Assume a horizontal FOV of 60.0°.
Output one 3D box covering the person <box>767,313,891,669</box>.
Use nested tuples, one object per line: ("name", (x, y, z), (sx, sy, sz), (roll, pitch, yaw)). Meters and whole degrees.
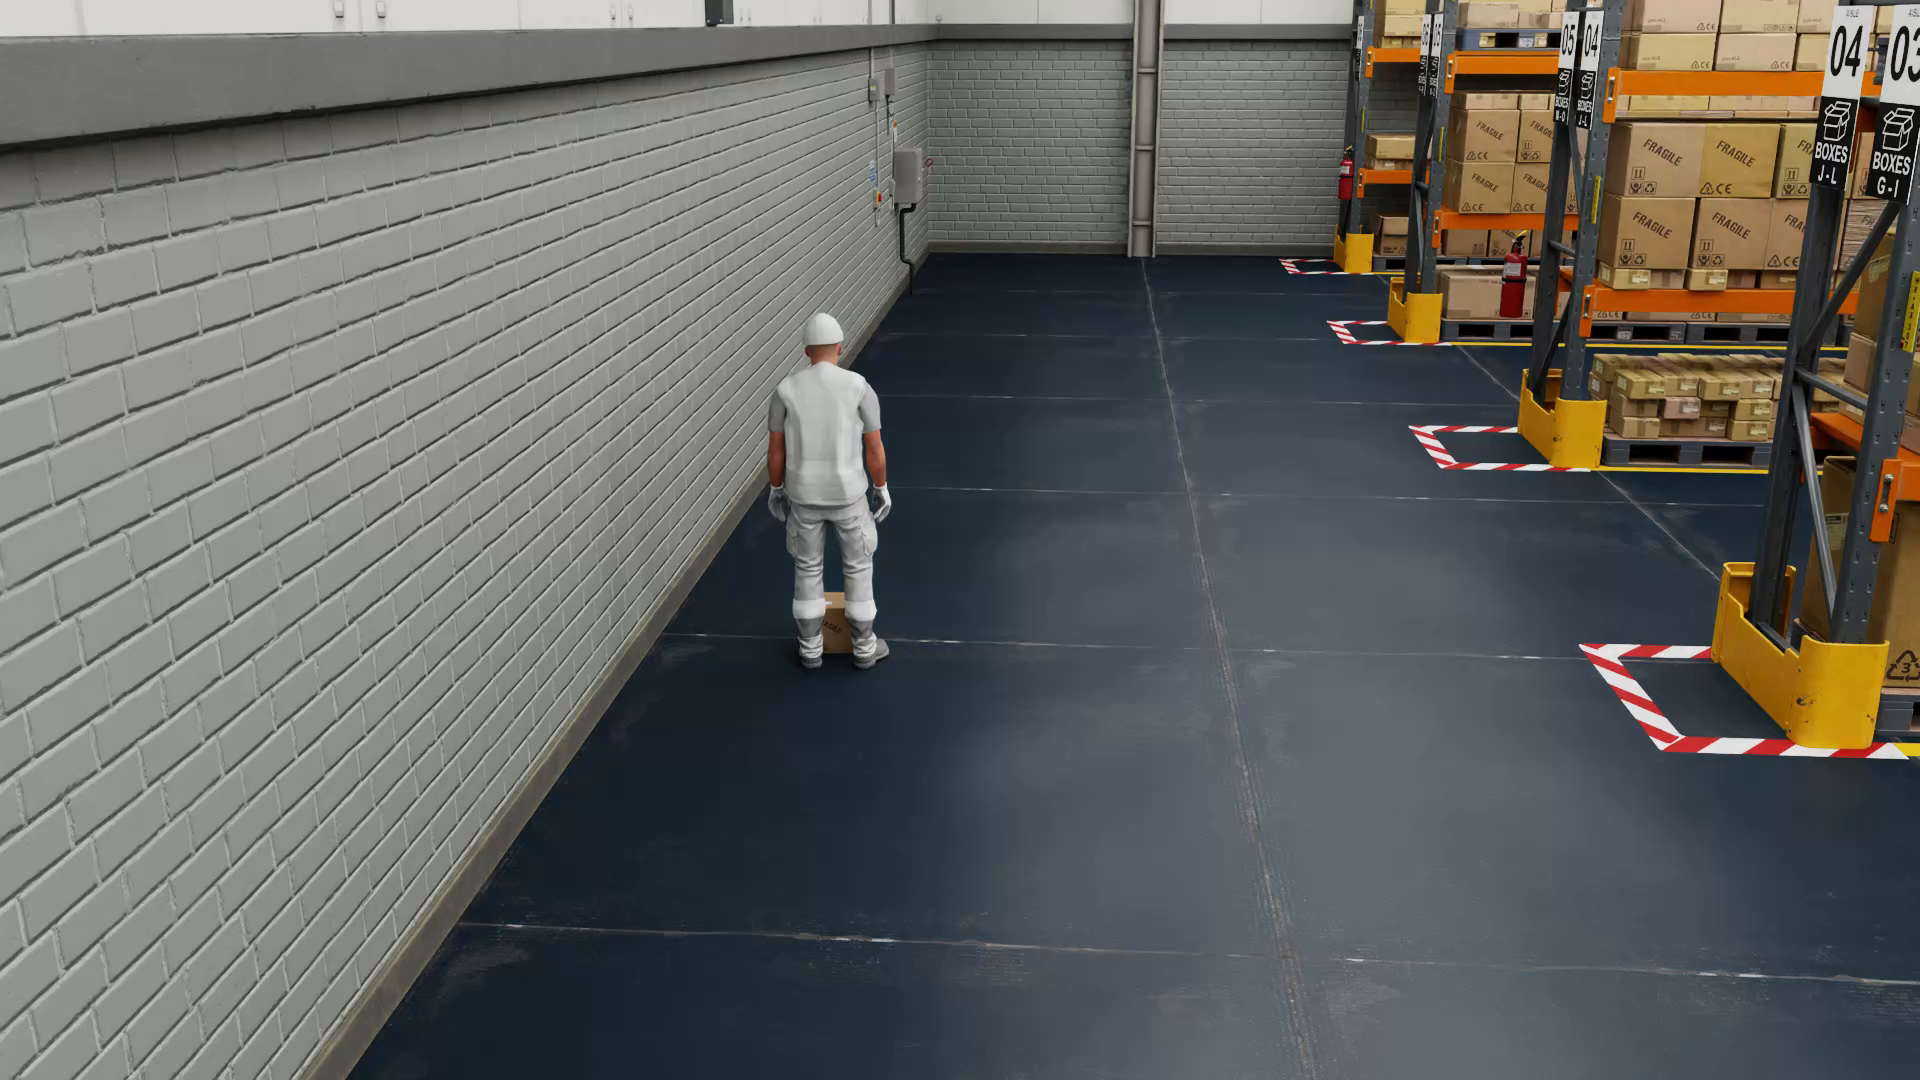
("person", (-0.650, -0.230, 8.261), (0.615, 1.778, 0.456), (1, 17, 3))
